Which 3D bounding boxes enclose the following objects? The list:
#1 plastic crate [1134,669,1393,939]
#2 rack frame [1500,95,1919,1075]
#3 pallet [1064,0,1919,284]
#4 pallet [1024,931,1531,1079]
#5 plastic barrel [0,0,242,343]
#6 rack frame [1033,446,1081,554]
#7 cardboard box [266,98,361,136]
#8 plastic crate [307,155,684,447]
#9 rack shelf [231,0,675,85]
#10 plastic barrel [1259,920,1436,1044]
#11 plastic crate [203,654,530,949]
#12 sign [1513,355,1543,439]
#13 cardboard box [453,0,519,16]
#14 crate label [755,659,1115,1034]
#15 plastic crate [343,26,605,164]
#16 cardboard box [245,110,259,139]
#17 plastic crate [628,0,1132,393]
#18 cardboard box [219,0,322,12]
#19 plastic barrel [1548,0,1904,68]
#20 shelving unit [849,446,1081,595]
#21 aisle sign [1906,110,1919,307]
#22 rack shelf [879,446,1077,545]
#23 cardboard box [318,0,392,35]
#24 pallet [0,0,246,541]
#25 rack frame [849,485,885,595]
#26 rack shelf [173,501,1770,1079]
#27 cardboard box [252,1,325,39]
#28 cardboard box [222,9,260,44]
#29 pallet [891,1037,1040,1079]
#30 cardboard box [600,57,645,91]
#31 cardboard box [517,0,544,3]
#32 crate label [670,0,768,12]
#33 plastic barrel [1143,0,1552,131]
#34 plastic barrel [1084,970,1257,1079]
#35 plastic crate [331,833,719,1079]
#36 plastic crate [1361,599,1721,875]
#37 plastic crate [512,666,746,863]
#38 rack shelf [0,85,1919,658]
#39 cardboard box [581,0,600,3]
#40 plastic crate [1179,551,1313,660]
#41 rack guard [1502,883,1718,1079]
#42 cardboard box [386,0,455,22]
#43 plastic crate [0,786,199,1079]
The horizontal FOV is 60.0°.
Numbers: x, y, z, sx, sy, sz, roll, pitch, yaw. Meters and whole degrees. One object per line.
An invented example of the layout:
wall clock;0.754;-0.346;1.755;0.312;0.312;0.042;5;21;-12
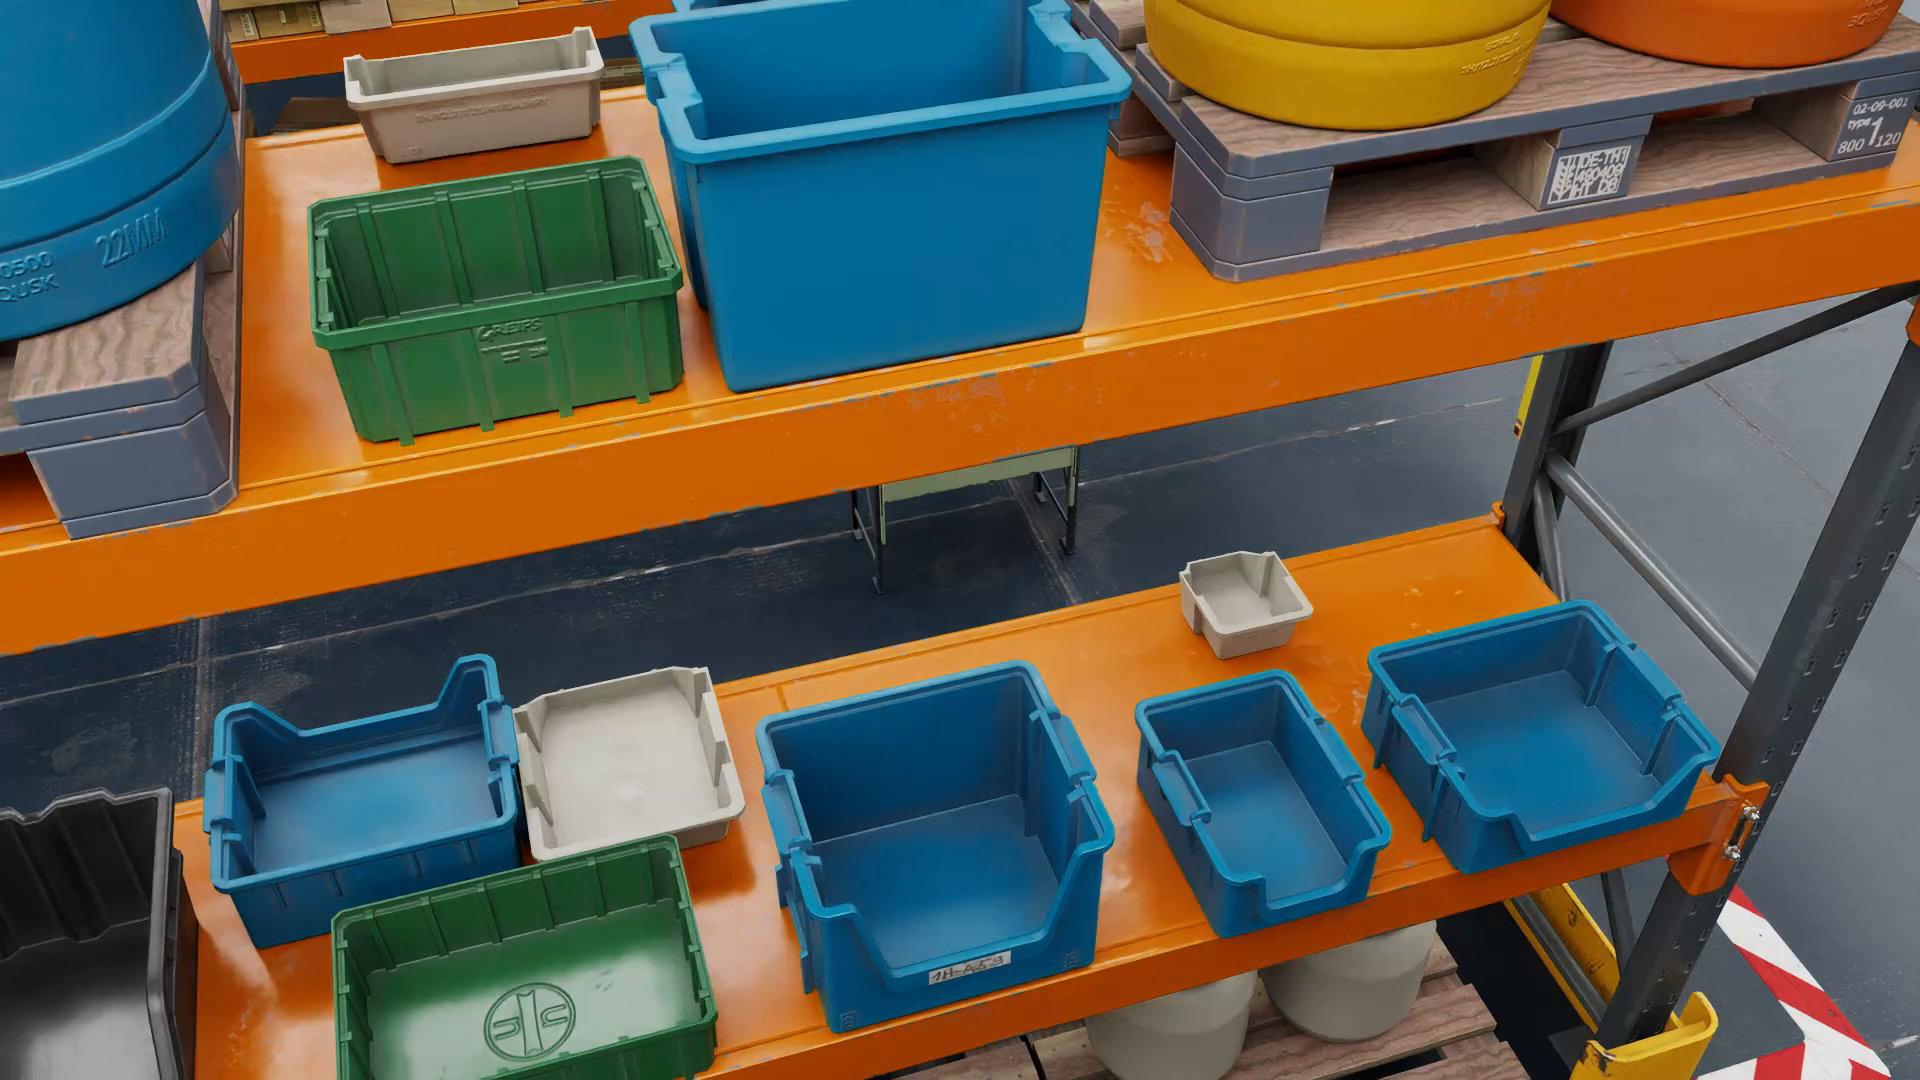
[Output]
plastic crate;0.609;0.546;3.458;0.408;0.251;0.499;-12;42;-13
rack frame;1.618;0.079;3.880;0.127;3.000;1.000;-12;42;-13
pallet;0.799;-0.878;2.838;1.213;0.211;1.003;-12;42;-13
pallet;0.783;1.331;4.566;1.213;0.211;1.003;-12;42;-13
plastic barrel;-1.216;-0.737;1.833;0.708;0.901;0.600;-12;42;-13
rack frame;0.355;-0.638;5.841;0.023;1.500;0.400;-12;42;-13
cardboard box;-2.748;-1.628;7.414;0.500;0.500;0.500;1;41;1
plastic crate;-0.611;-0.321;2.219;0.450;0.188;0.336;-12;42;-13
rack shelf;-1.778;-2.363;7.222;4.000;0.370;1.077;-12;42;-13
plastic barrel;1.013;1.036;4.357;0.421;0.512;0.421;0;41;0
plastic crate;-1.223;0.536;3.469;0.616;0.251;0.499;-12;42;-13
sign;1.457;-0.372;4.185;0.005;0.325;0.100;-12;42;-13
cardboard box;-1.963;-2.303;6.797;0.250;0.149;0.380;-12;42;-13
crate label;-0.057;0.599;3.258;0.616;0.435;0.502;-12;42;-13
plastic crate;-0.788;-0.732;2.728;0.396;0.136;0.243;-12;42;-13
cardboard box;-3.292;-1.510;7.279;0.500;0.500;0.500;-13;43;-14
plastic crate;-0.111;-0.479;2.251;0.575;0.384;0.392;-12;42;-13
cardboard box;-2.750;-2.515;6.547;0.500;0.500;0.875;-12;42;-13
plastic barrel;1.192;-1.195;2.412;0.708;0.830;0.600;-12;42;-13
shelving unit;0.006;-0.566;5.758;0.755;1.500;0.431;-12;42;-13
aisle sign;1.776;-0.728;2.828;0.004;0.787;0.394;-12;42;-13
rack shelf;0.006;-0.321;5.973;0.720;0.370;0.431;-12;42;-13
cardboard box;-2.431;-2.185;6.662;0.250;0.149;0.380;-12;42;-13
pallet;-1.539;-0.393;2.284;1.003;0.211;1.213;-12;42;-13
rack frame;-0.343;-0.494;5.675;0.023;1.500;0.400;-12;42;-13
rack shelf;-0.290;0.745;3.664;4.000;0.370;1.077;-12;42;-13
cardboard box;-2.682;-2.161;6.635;0.250;0.149;0.380;-12;42;-13
cardboard box;-2.917;-2.106;6.572;0.250;0.149;0.380;-12;42;-13
pallet;-0.379;1.569;4.293;1.213;0.211;1.003;-12;42;-13
cardboard box;-1.633;-1.882;7.705;0.500;0.500;0.500;-8;42;-9
cardboard box;-1.738;-2.381;6.886;0.250;0.149;0.380;-12;42;-13
crate label;-0.267;-0.832;2.756;0.408;0.251;0.502;-12;42;-13
plastic barrel;0.569;-0.975;2.344;0.600;0.588;0.600;0;41;0
plastic barrel;0.535;1.135;4.243;0.421;0.512;0.421;0;41;0
plastic crate;-0.818;0.858;3.149;0.662;0.188;0.450;-12;42;-13
plastic crate;1.230;0.422;3.601;0.616;0.251;0.499;-12;42;-13
plastic crate;-0.725;0.489;3.611;0.437;0.136;0.530;-12;42;-13
rack shelf;-0.290;-0.385;2.677;4.000;0.370;1.077;-12;42;-13
cardboard box;-1.479;-2.387;6.893;0.250;0.149;0.380;-12;42;-13
plastic crate;0.668;0.153;3.995;0.250;0.136;0.298;-12;42;-13
rack guard;1.559;1.065;4.651;0.348;0.500;1.175;-12;42;-13
cardboard box;-2.205;-2.260;6.748;0.250;0.149;0.380;-12;42;-13
plastic crate;-1.660;0.869;3.023;0.504;0.338;0.767;-12;42;-13
